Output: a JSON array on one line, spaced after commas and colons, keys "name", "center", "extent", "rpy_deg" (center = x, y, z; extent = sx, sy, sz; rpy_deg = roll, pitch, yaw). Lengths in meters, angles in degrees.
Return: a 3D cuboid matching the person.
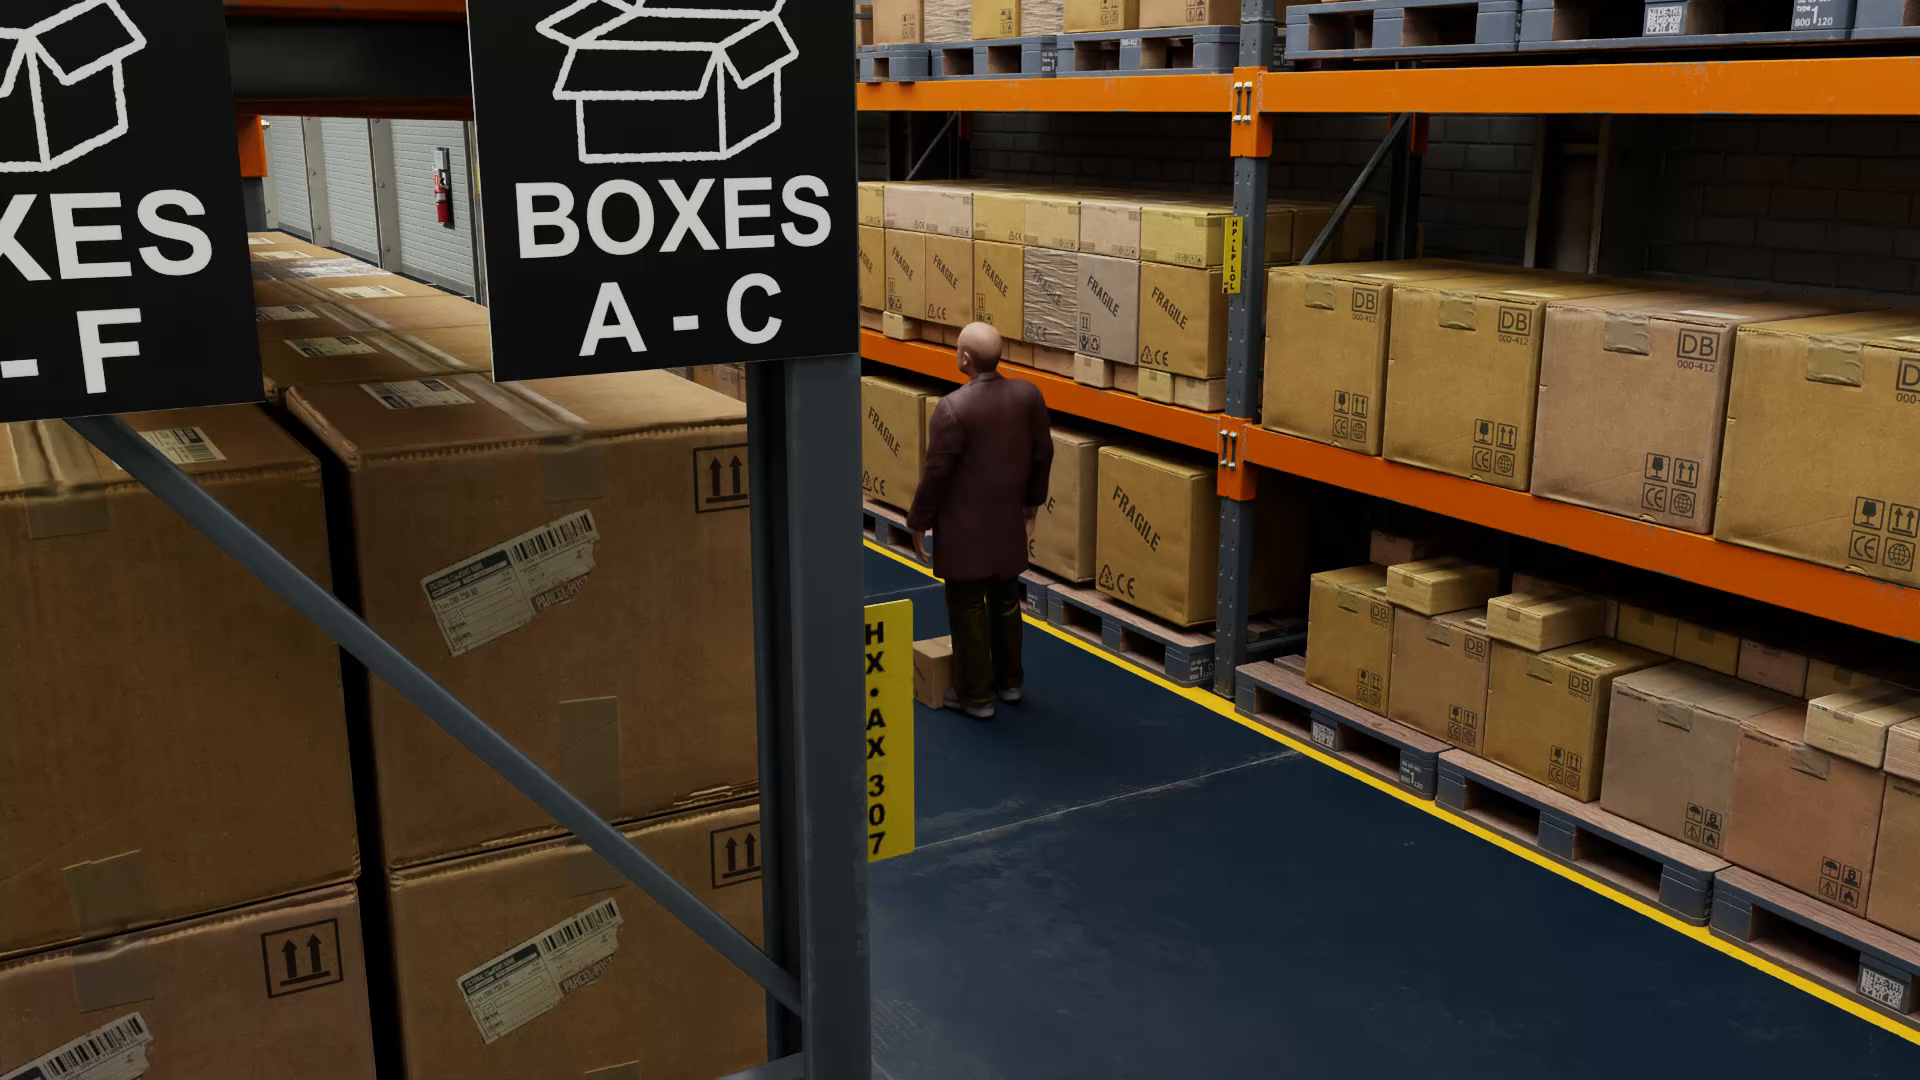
[{"name": "person", "center": [0.041, -0.099, 7.386], "extent": [0.693, 1.776, 0.582], "rpy_deg": [-8, 17, -29]}]
